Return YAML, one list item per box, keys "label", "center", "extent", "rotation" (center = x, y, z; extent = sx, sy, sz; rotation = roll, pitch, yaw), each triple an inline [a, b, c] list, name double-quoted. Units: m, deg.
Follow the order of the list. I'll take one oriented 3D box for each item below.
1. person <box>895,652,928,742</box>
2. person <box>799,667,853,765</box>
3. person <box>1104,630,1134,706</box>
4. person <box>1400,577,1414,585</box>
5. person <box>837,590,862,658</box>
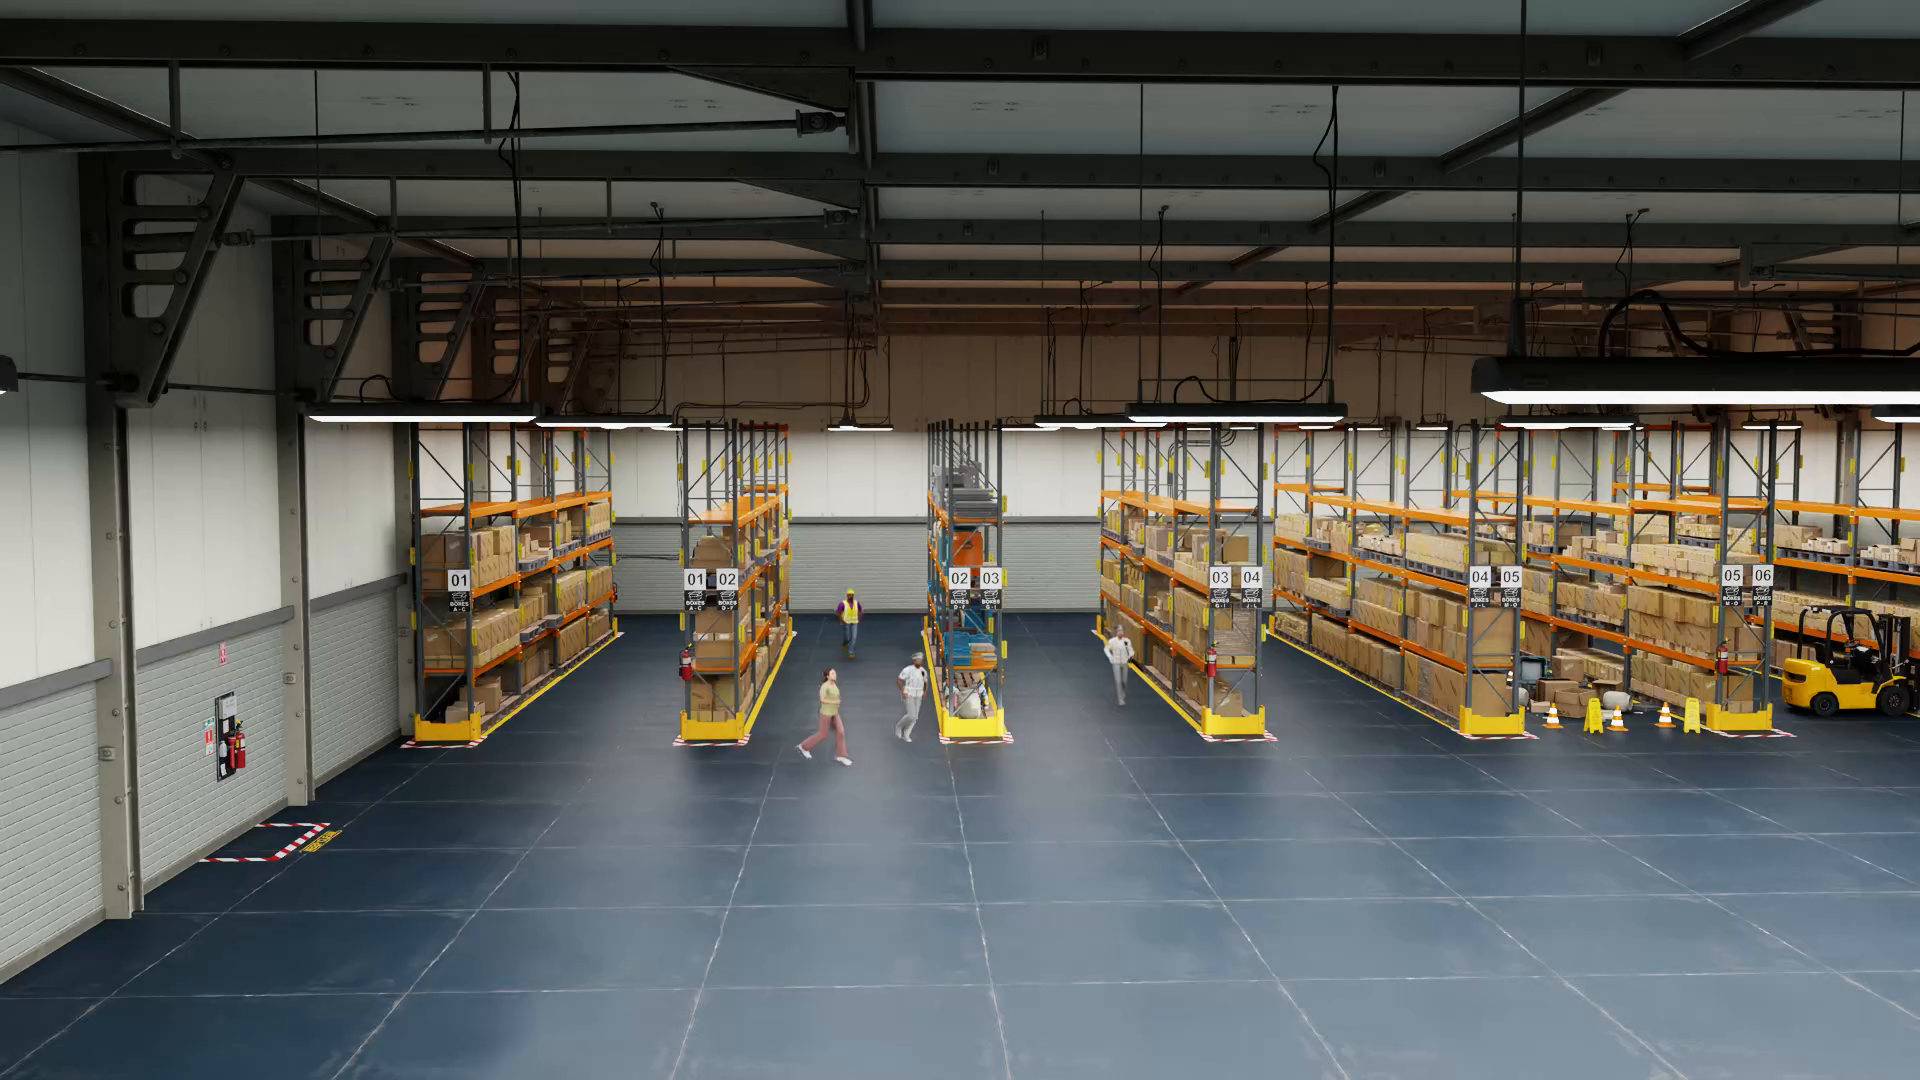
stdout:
- label: "person"
  center: [-0.857, 2.920, 31.015]
  extent: [0.623, 1.649, 0.508]
  rotation: [-2, 4, -31]
- label: "person"
  center: [-2.316, 3.054, 28.850]
  extent: [0.966, 1.653, 0.585]
  rotation: [2, 4, 25]
- label: "person"
  center: [3.383, 2.653, 35.218]
  extent: [0.627, 1.624, 0.713]
  rotation: [0, 4, -2]
- label: "person"
  center: [13.210, 1.701, 49.353]
  extent: [0.874, 1.757, 0.698]
  rotation: [0, 4, -1]
- label: "person"
  center: [-2.805, 2.133, 42.491]
  extent: [0.690, 1.735, 0.782]
  rotation: [-1, 4, -19]
